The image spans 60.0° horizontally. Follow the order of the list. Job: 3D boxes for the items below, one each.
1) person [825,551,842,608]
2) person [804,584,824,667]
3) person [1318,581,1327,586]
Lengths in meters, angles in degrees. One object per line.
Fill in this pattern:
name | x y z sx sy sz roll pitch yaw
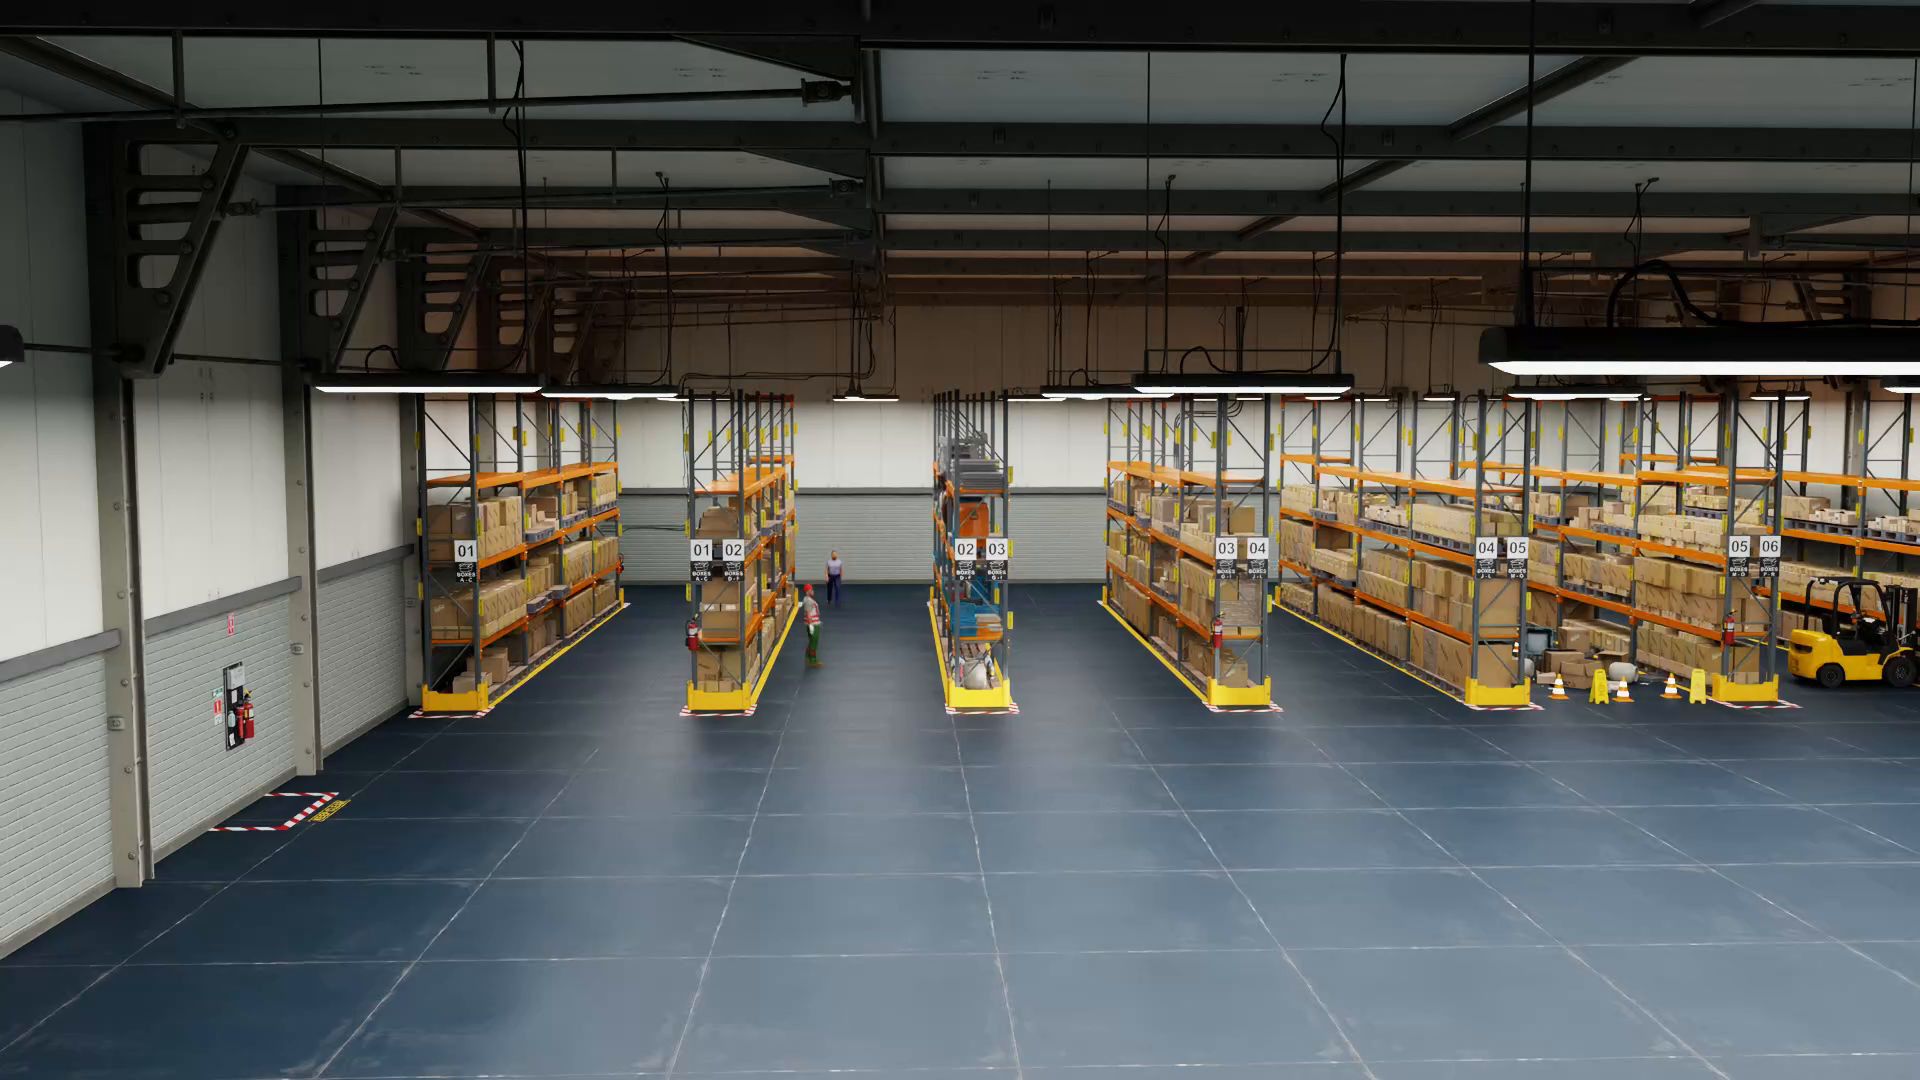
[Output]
person | -3.563 1.092 46.976 0.493 1.601 0.947 -1 5 -8
person | -3.186 1.855 36.301 0.508 1.788 0.609 -2 5 -21
person | 10.616 0.888 48.803 0.402 1.743 0.584 -2 5 -19
